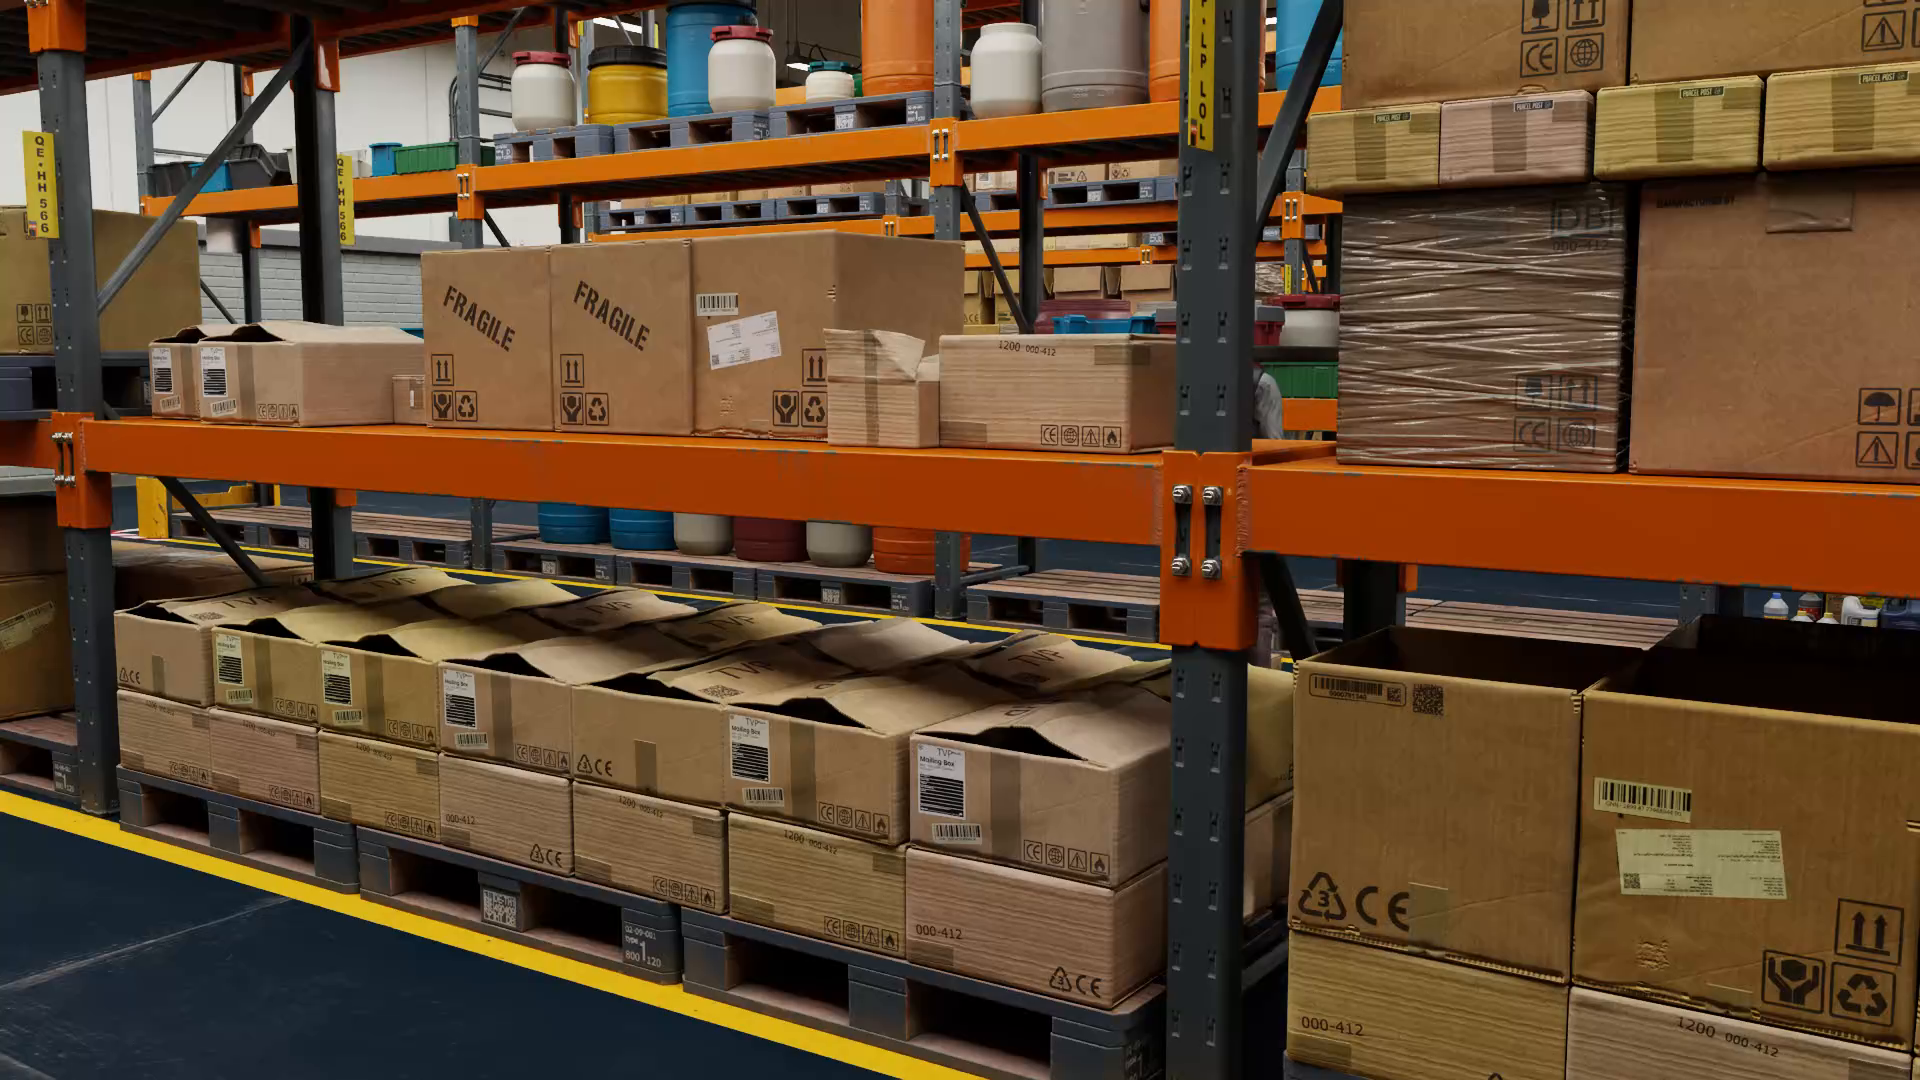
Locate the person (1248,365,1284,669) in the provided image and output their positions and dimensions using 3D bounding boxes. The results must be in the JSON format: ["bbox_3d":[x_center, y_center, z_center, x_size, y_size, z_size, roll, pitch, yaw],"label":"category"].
[{"bbox_3d":[1.039,-0.090,6.708,0.582,1.719,0.427,4,7,30],"label":"person"}]
